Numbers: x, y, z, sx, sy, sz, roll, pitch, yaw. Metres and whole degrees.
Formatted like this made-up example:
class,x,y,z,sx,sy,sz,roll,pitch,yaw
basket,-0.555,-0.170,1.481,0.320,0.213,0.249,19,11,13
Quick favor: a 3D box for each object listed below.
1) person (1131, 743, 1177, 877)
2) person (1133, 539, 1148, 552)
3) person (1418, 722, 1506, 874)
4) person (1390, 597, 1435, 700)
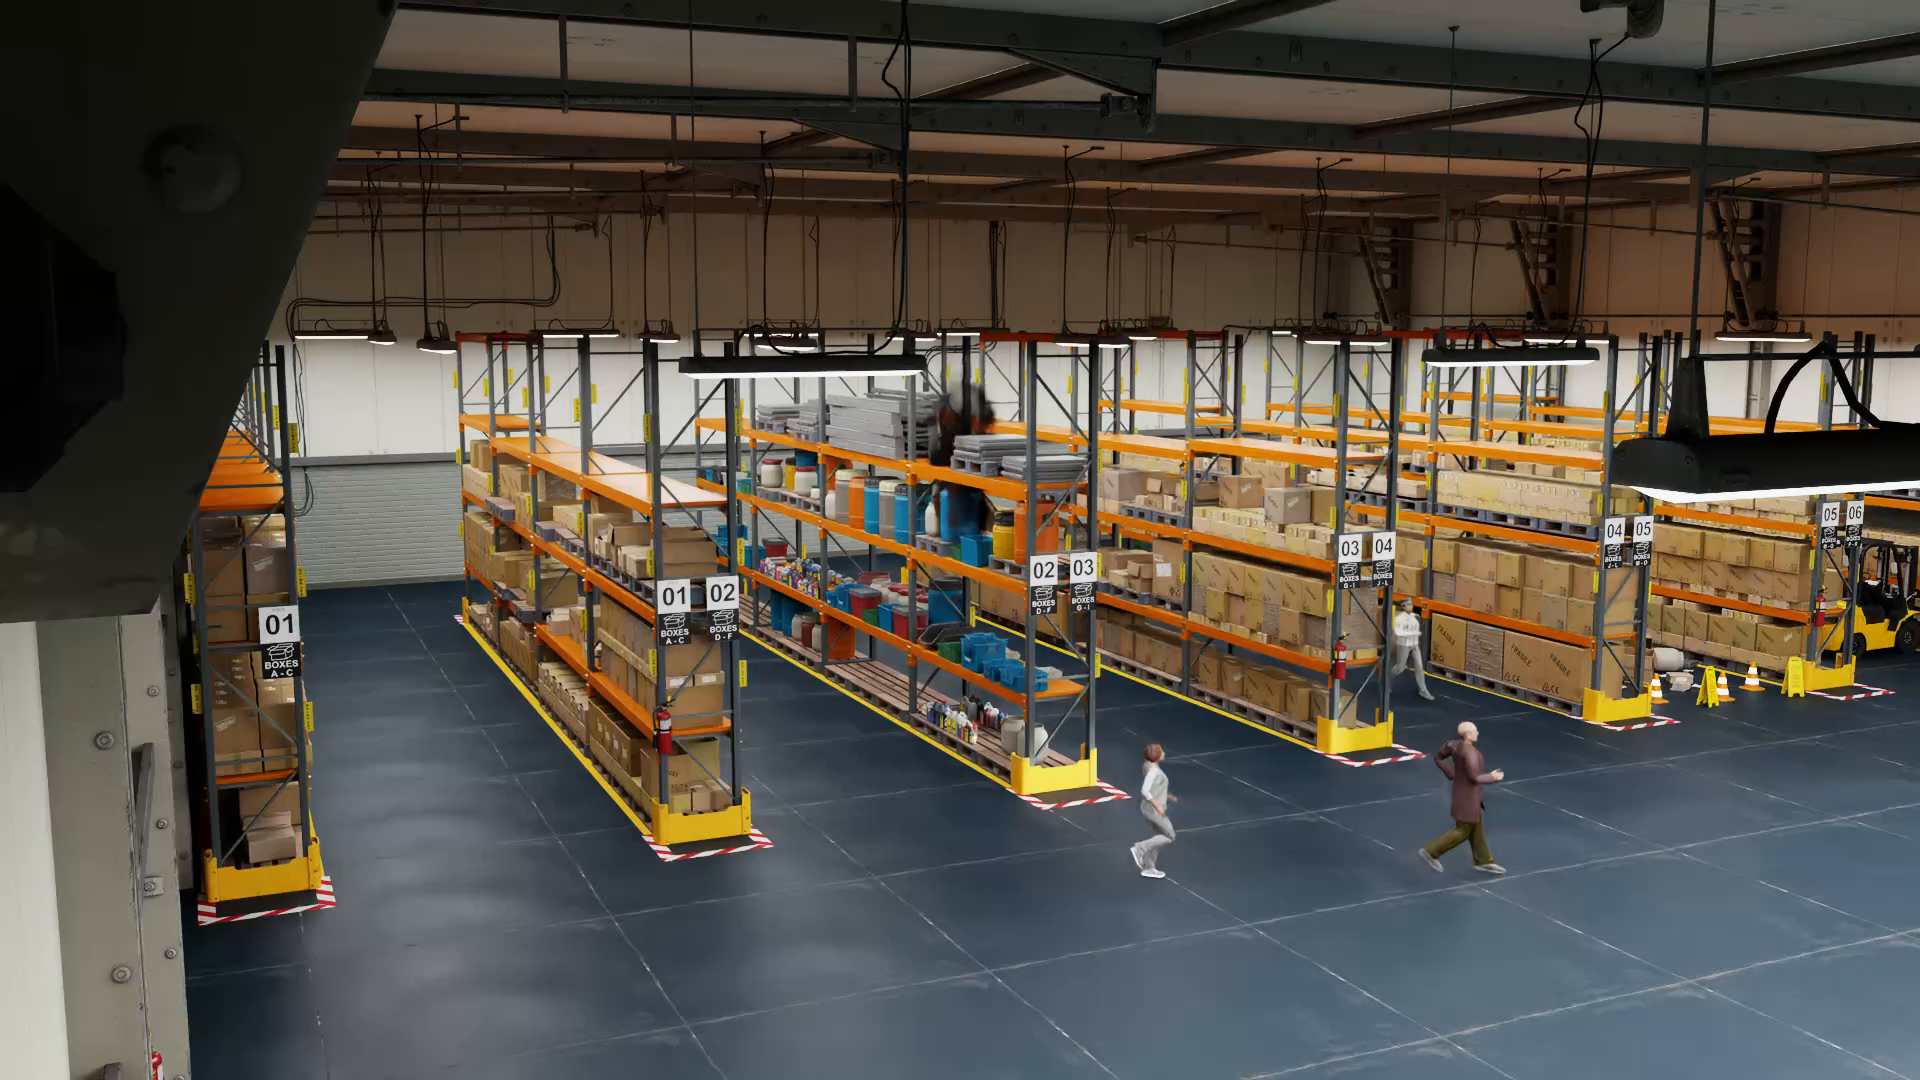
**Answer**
class,x,y,z,sx,sy,sz,roll,pitch,yaw
person,2.212,3.052,18.764,0.501,1.557,0.540,0,8,-1
person,4.532,-0.156,41.713,0.812,1.771,0.704,6,10,38
person,5.685,2.953,18.730,1.049,1.708,0.710,0,8,-1
person,7.462,1.764,27.596,0.624,1.664,0.997,-5,9,-33
